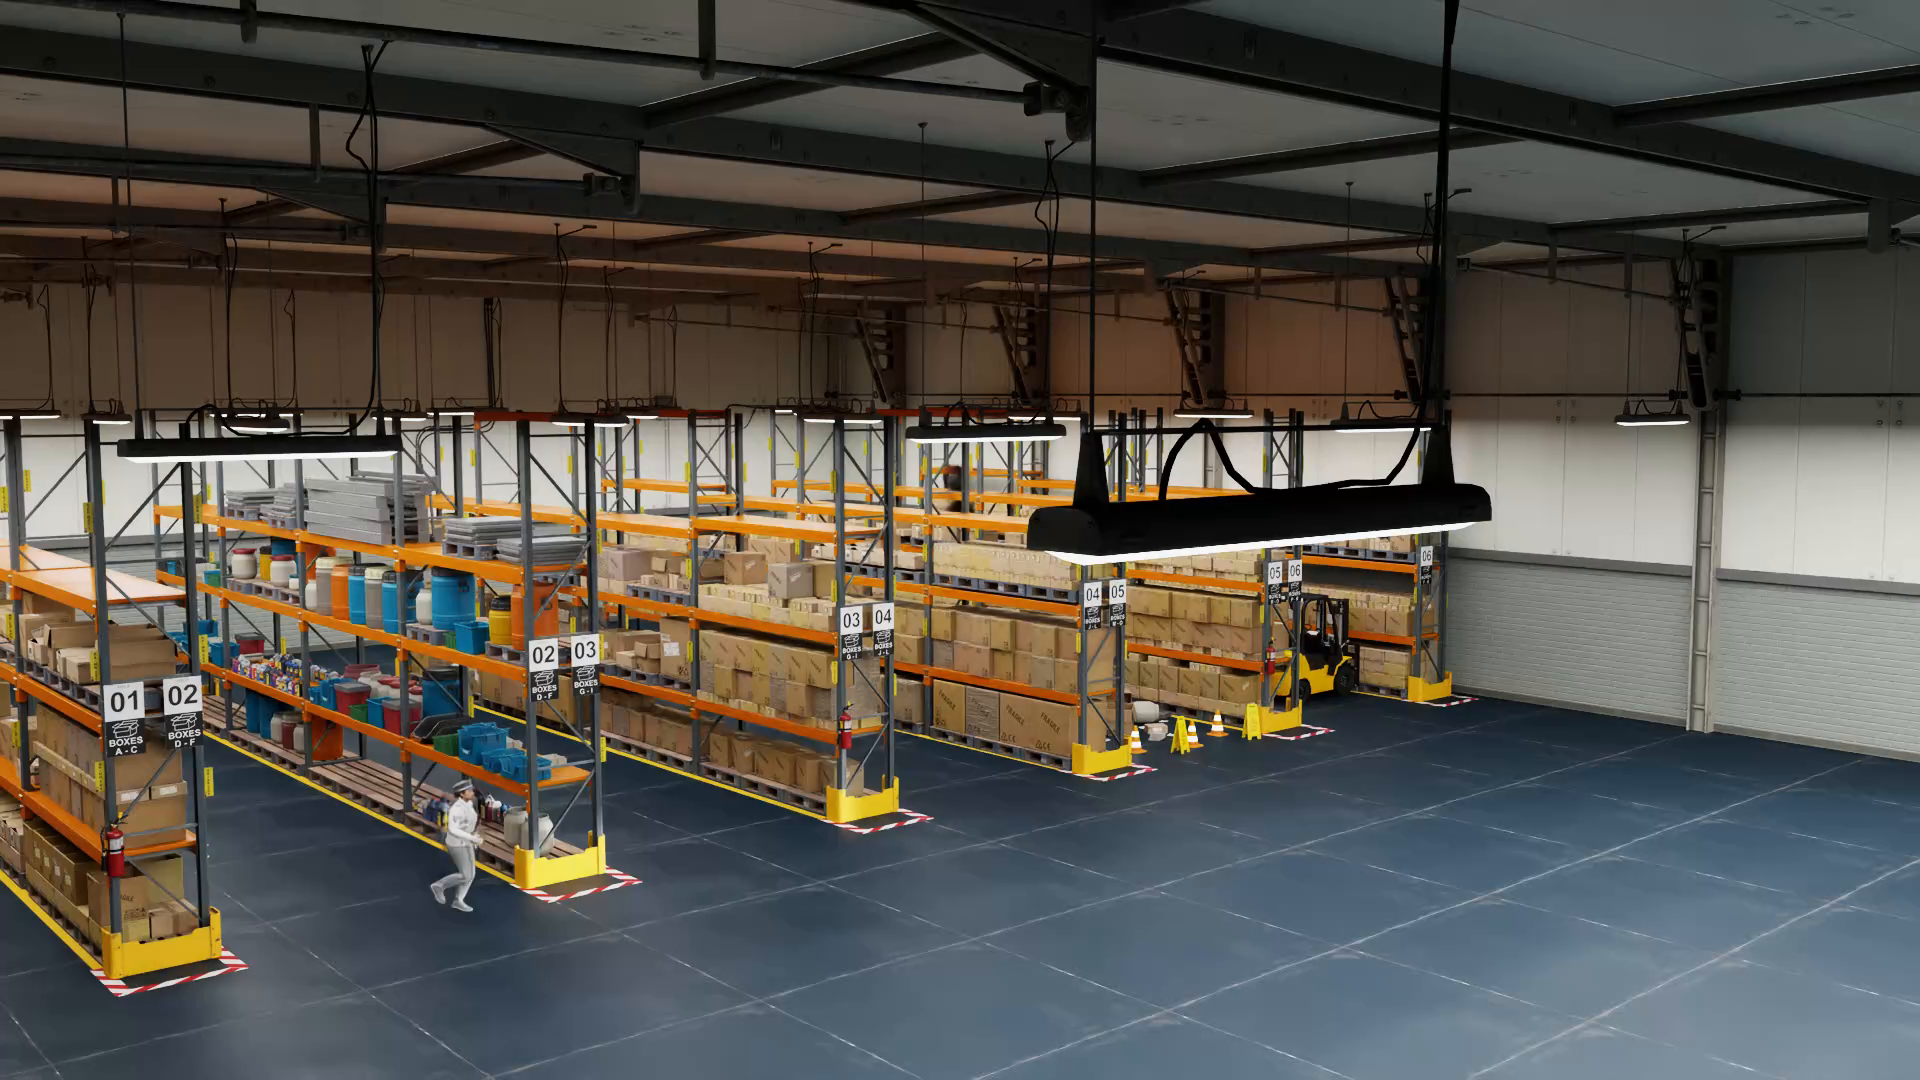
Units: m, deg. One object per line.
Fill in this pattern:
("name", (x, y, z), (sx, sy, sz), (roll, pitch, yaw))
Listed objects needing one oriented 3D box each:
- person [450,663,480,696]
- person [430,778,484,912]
("person", (-9.573, 2.800, 31.936), (0.807, 1.488, 0.640), (4, 6, 35))
("person", (-6.126, 3.739, 20.369), (0.718, 1.663, 0.605), (0, 5, 5))
